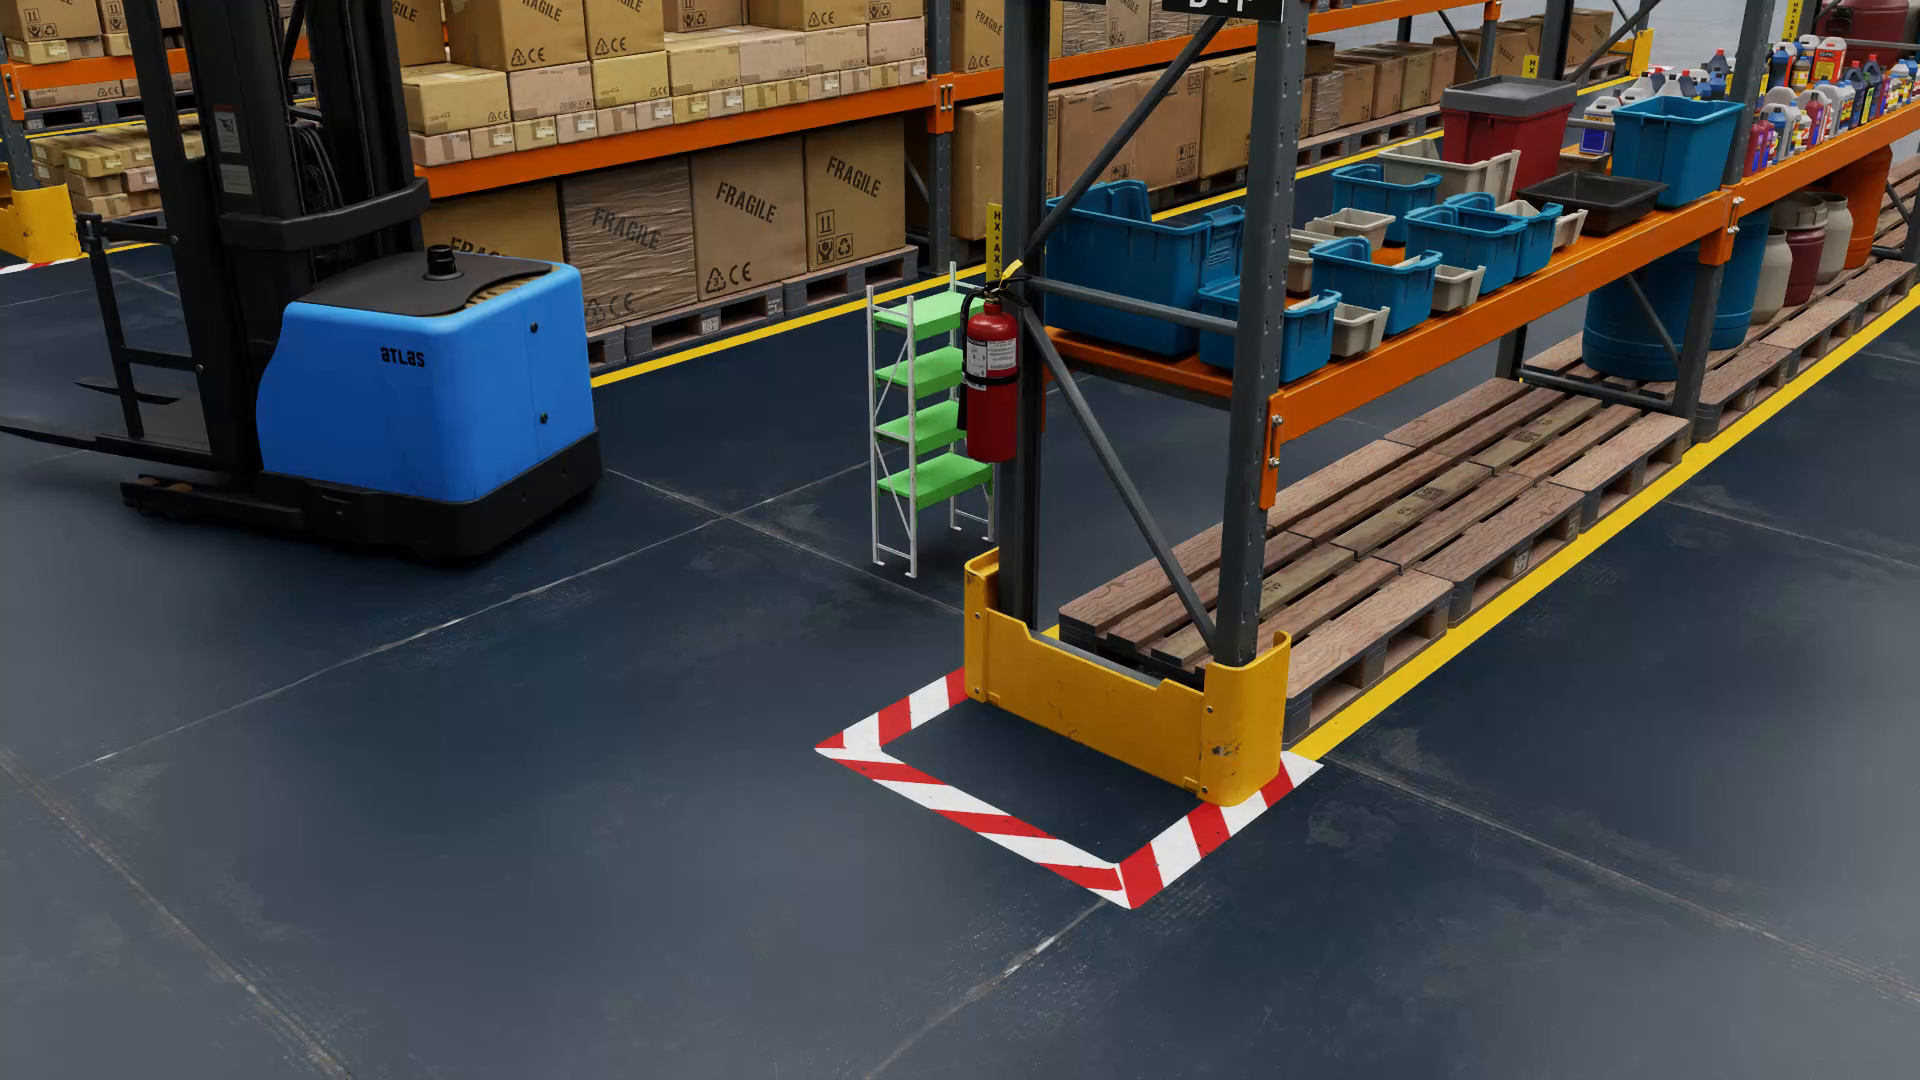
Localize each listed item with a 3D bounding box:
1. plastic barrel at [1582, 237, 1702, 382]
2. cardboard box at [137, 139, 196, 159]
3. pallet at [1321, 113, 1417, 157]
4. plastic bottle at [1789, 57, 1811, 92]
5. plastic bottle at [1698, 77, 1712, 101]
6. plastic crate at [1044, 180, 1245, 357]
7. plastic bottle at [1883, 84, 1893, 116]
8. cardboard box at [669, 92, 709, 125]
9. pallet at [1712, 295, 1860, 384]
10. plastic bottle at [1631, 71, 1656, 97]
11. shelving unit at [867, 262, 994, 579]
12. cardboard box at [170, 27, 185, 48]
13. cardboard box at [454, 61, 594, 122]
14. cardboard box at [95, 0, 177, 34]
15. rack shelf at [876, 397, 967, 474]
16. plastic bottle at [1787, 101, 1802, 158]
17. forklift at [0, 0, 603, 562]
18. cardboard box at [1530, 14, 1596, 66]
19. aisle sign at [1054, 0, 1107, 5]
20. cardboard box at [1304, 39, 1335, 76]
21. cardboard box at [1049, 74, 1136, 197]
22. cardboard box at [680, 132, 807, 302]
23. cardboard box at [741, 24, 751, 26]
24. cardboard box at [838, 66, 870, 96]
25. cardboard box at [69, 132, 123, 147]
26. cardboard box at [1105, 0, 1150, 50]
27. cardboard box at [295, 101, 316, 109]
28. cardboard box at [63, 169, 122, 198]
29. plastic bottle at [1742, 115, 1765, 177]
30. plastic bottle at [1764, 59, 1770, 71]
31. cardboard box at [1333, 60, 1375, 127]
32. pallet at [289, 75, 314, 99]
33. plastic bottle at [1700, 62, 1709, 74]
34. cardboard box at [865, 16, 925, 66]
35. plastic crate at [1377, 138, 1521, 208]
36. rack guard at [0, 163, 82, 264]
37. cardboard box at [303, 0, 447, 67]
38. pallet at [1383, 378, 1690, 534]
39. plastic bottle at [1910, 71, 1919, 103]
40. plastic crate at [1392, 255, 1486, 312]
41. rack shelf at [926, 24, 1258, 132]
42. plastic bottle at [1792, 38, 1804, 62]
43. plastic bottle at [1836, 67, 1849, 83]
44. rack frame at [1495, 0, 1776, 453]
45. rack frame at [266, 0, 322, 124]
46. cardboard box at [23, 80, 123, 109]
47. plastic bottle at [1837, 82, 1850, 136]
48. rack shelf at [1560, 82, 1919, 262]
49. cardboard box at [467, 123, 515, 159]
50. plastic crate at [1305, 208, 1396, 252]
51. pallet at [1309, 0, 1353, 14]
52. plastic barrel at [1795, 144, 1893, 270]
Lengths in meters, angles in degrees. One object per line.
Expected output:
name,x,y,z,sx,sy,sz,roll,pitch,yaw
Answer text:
plastic barrel,3.591,-1.337,8.617,0.600,0.901,0.708,20,31,38
cardboard box,-5.808,-2.848,12.180,0.380,0.149,0.250,20,31,37
pallet,3.534,-3.848,15.575,1.003,0.211,1.213,20,31,38
plastic bottle,5.152,-2.857,10.198,0.097,0.201,0.097,0,24,0
plastic bottle,4.013,-2.369,9.024,0.097,0.271,0.097,0,24,0
plastic crate,0.630,-0.920,5.518,0.616,0.435,0.499,20,31,38
plastic bottle,5.234,-2.522,9.451,0.097,0.201,0.097,0,24,0
cardboard box,-1.634,-2.448,9.350,0.380,0.149,0.250,19,30,36
pallet,4.576,-1.267,9.817,1.003,0.211,1.213,20,31,38
plastic bottle,3.585,-2.289,8.748,0.144,0.351,0.185,20,31,38
shelving unit,-0.110,-0.497,6.892,0.258,1.200,0.503,20,31,38
cardboard box,-5.680,-3.704,12.151,0.380,0.149,0.250,20,31,37
cardboard box,-2.279,-2.376,8.702,0.500,0.250,0.500,20,31,37
cardboard box,-5.925,-3.873,11.737,0.500,0.500,0.500,20,31,38
rack shelf,-0.110,-0.439,6.918,0.258,0.148,0.480,20,31,38
plastic bottle,4.150,-2.059,8.334,0.097,0.271,0.097,0,24,0
forklift,-3.230,-1.614,7.268,3.031,2.935,1.130,9,26,19
cardboard box,6.733,-5.624,18.669,0.500,0.500,0.500,-15,28,-30
aisle sign,0.280,-1.967,4.794,0.394,0.787,0.004,20,31,38
cardboard box,2.968,-4.292,14.757,0.500,0.250,0.500,-20,31,-37
cardboard box,0.535,-2.989,12.334,1.225,0.875,0.875,19,30,36
cardboard box,-1.574,-2.063,10.268,0.875,0.875,0.875,20,31,38
cardboard box,-1.317,-3.140,10.406,0.500,0.250,0.500,20,31,37
cardboard box,-0.775,-2.841,10.226,0.380,0.149,0.250,20,31,37
cardboard box,-6.394,-2.914,12.327,0.380,0.149,0.250,21,32,38
cardboard box,1.030,-3.876,12.107,0.500,0.500,0.500,21,32,38
cardboard box,-5.231,-3.494,13.620,0.380,0.149,0.250,21,32,39
cardboard box,-6.228,-2.577,11.938,0.380,0.149,0.250,22,32,40
plastic bottle,3.778,-1.884,7.928,0.061,0.283,0.133,20,31,38
plastic bottle,4.860,-2.817,10.109,0.097,0.201,0.097,0,24,0
cardboard box,3.363,-4.130,15.312,0.500,0.500,0.700,-21,32,-39
pallet,-7.394,-4.983,18.107,1.003,0.211,1.213,20,31,38
plastic bottle,4.183,-2.556,9.428,0.061,0.283,0.133,20,31,38
cardboard box,-0.572,-3.155,10.441,0.500,0.250,0.500,19,31,37
plastic crate,2.059,-1.500,7.001,0.437,0.282,0.530,20,31,38
rack guard,-6.718,-2.343,11.865,1.175,0.500,0.348,20,31,38
cardboard box,-3.013,-2.705,8.520,0.500,0.500,0.500,21,31,38
pallet,2.754,-0.435,7.962,1.003,0.211,1.213,20,31,38
plastic bottle,5.623,-2.700,9.848,0.097,0.201,0.097,0,24,0
plastic crate,1.684,-0.897,5.834,0.250,0.136,0.298,20,31,38
rack shelf,0.862,-3.575,12.437,1.077,0.370,4.000,20,31,38
plastic bottle,5.258,-3.030,10.500,0.097,0.271,0.097,0,24,0
plastic bottle,4.939,-2.502,9.307,0.061,0.283,0.133,20,31,38
rack frame,3.216,-1.942,7.914,1.000,3.000,0.127,20,31,38
rack frame,-3.142,-2.076,8.213,1.000,3.000,0.127,20,31,38
cardboard box,-8.949,-4.588,16.434,0.875,0.438,0.875,19,30,36
plastic bottle,4.679,-2.301,8.872,0.097,0.271,0.097,0,24,0
rack shelf,4.550,-2.223,9.421,1.077,0.370,4.000,20,31,38
cardboard box,-2.490,-2.057,8.480,0.380,0.149,0.250,20,31,37
plastic crate,1.511,-1.199,6.507,0.298,0.136,0.250,20,31,38
pallet,2.593,-4.672,14.237,1.213,0.211,1.003,20,31,38
plastic barrel,5.571,-2.208,10.648,0.600,0.830,0.708,20,31,38
